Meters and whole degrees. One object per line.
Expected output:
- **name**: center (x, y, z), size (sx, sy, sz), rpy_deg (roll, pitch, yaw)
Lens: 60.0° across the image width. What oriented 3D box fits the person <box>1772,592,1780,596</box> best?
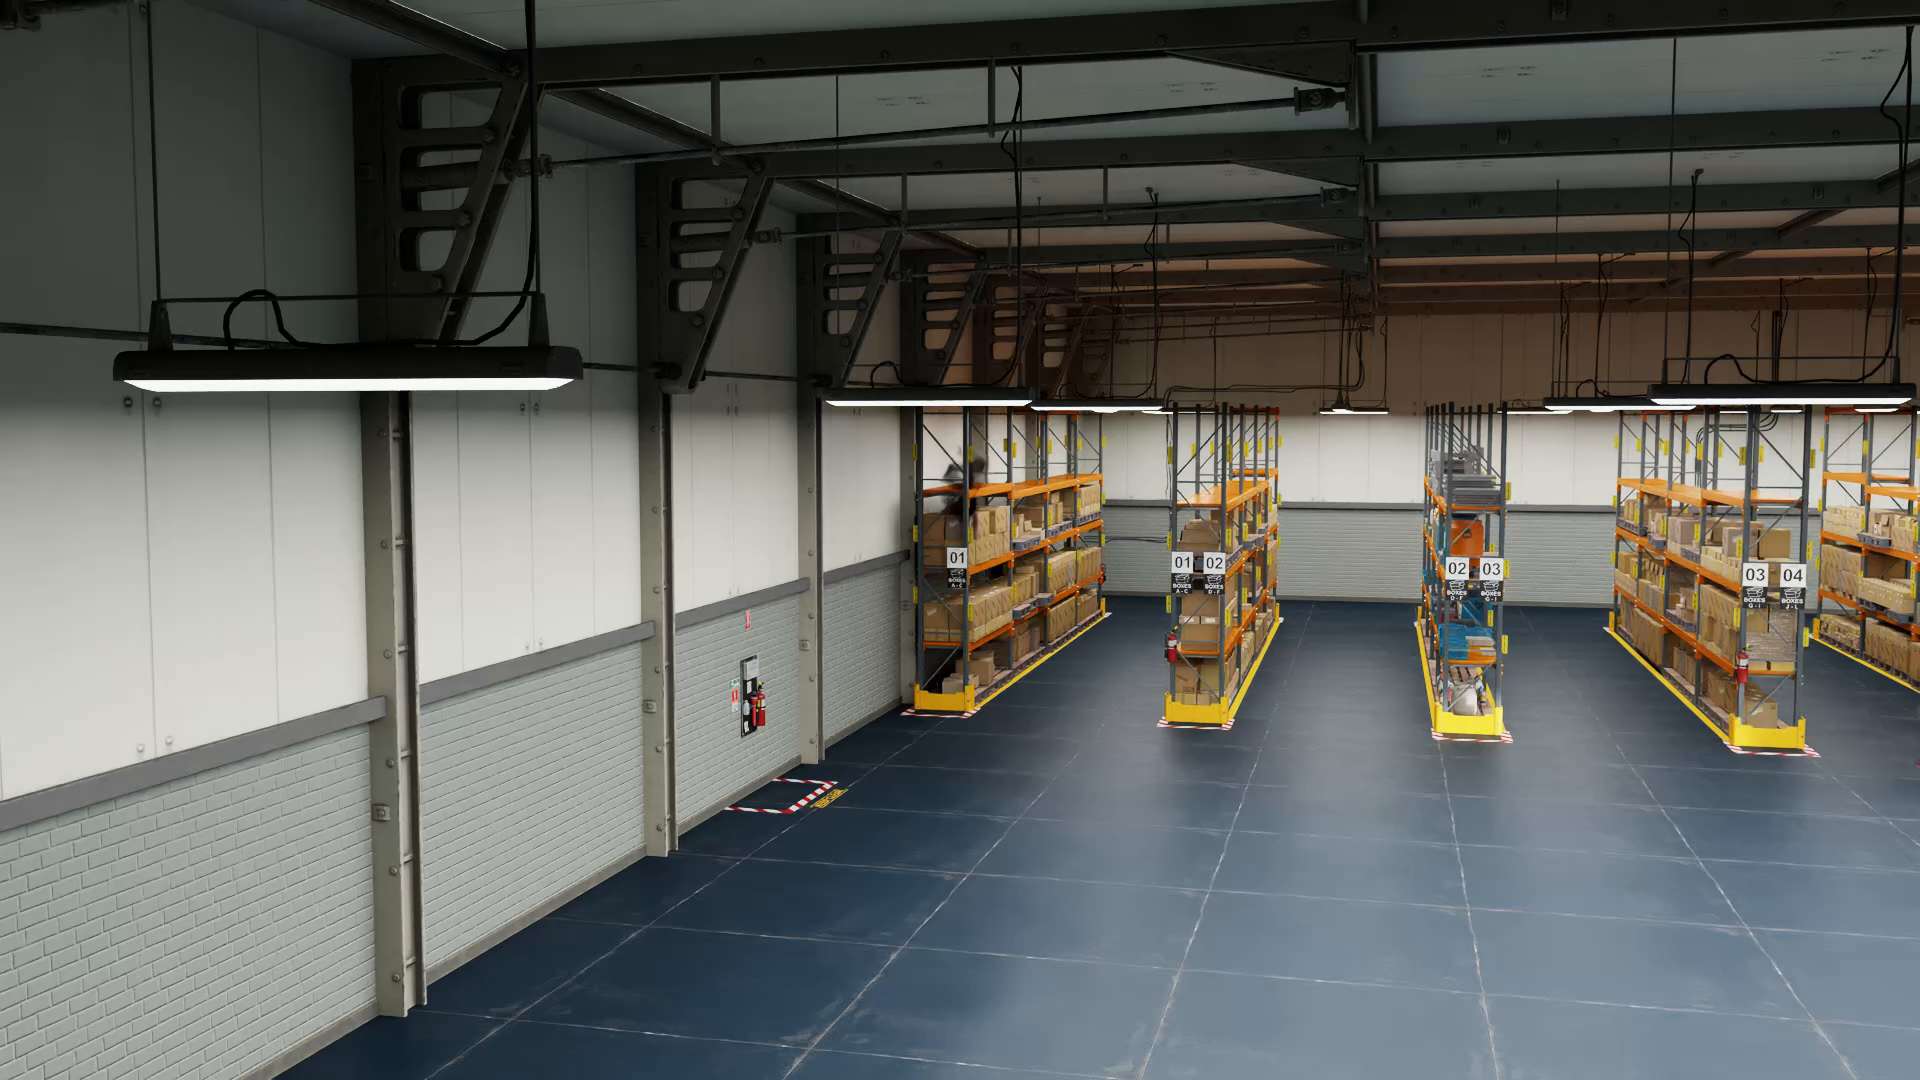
- **person**: center (20.913, 1.716, 42.827), size (0.670, 1.705, 0.579), rpy_deg (1, 4, 12)
